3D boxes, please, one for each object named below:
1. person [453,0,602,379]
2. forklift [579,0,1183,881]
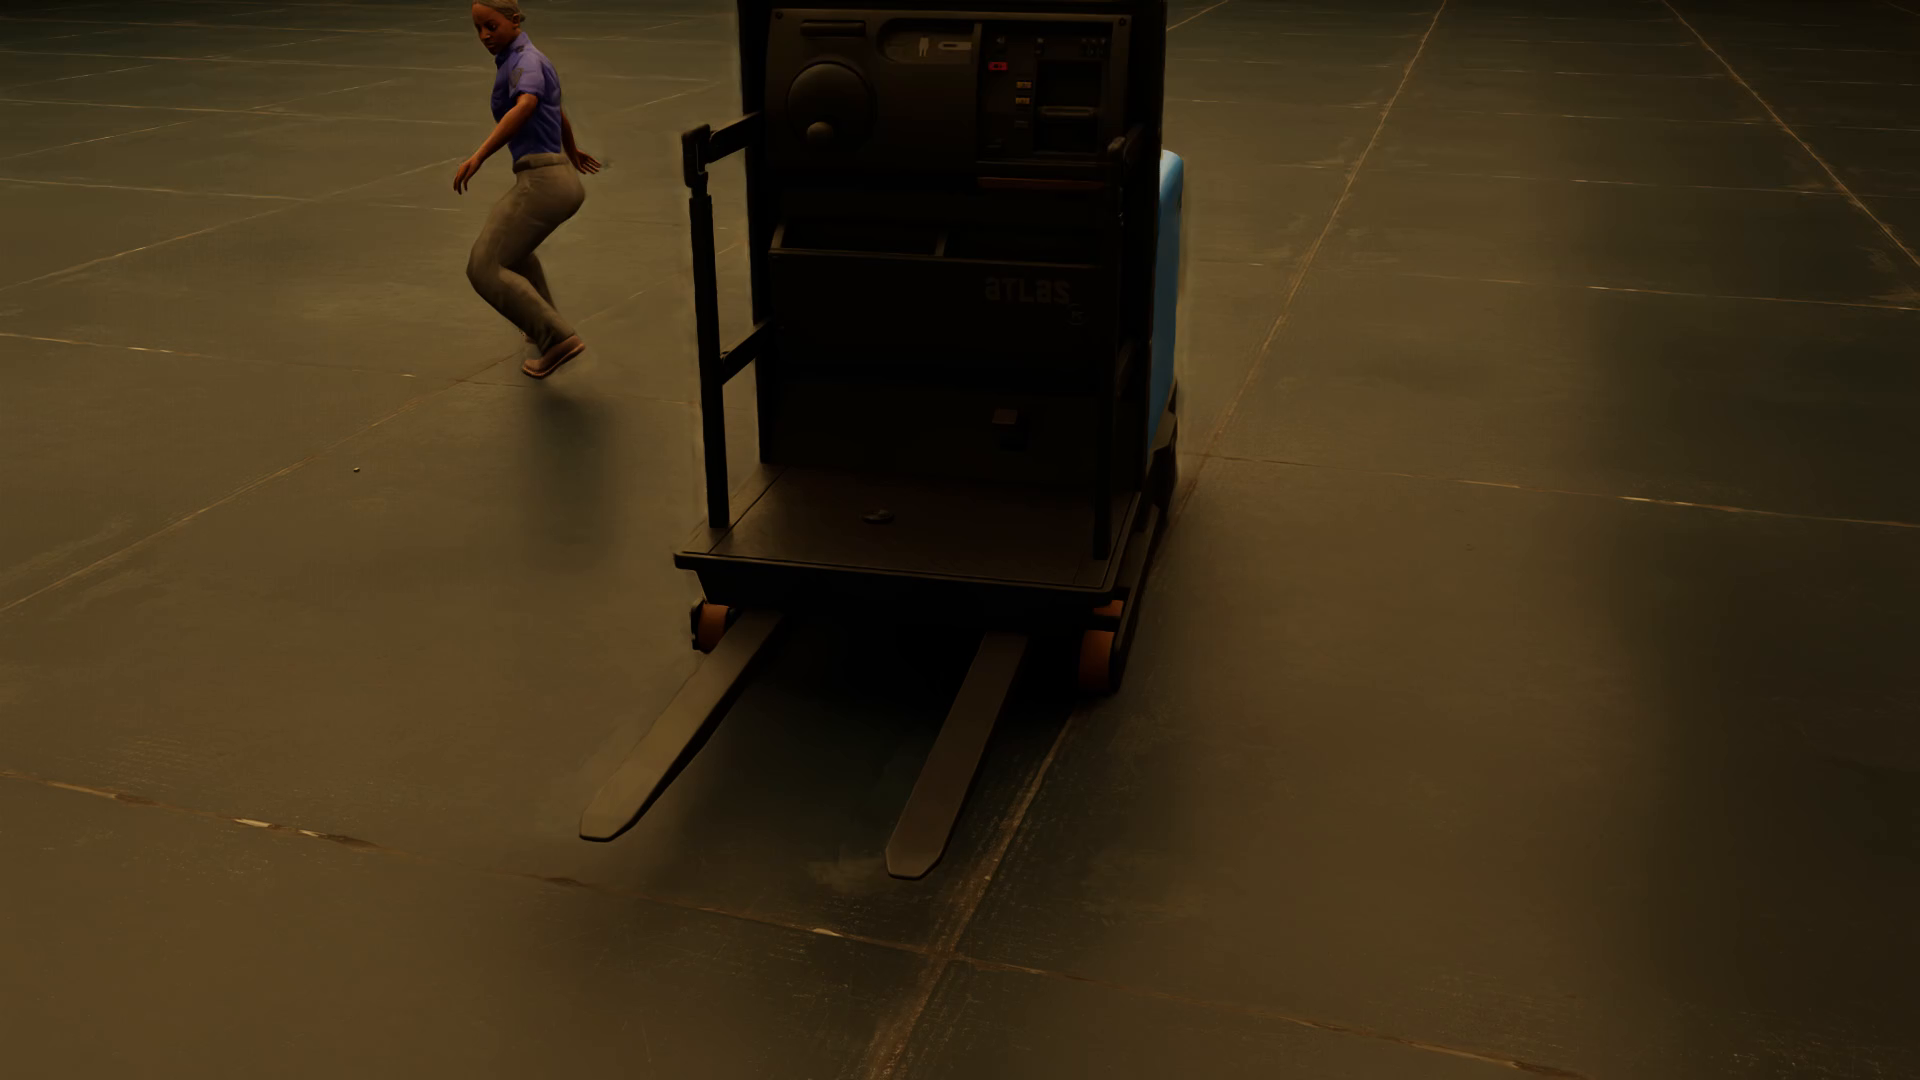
[{"bbox_3d":[-1.713,-1.401,6.654,0.479,1.565,1.109,-1,22,-2],"label":"person"},{"bbox_3d":[-0.080,-1.121,3.996,1.130,2.935,3.031,5,23,11],"label":"forklift"}]
